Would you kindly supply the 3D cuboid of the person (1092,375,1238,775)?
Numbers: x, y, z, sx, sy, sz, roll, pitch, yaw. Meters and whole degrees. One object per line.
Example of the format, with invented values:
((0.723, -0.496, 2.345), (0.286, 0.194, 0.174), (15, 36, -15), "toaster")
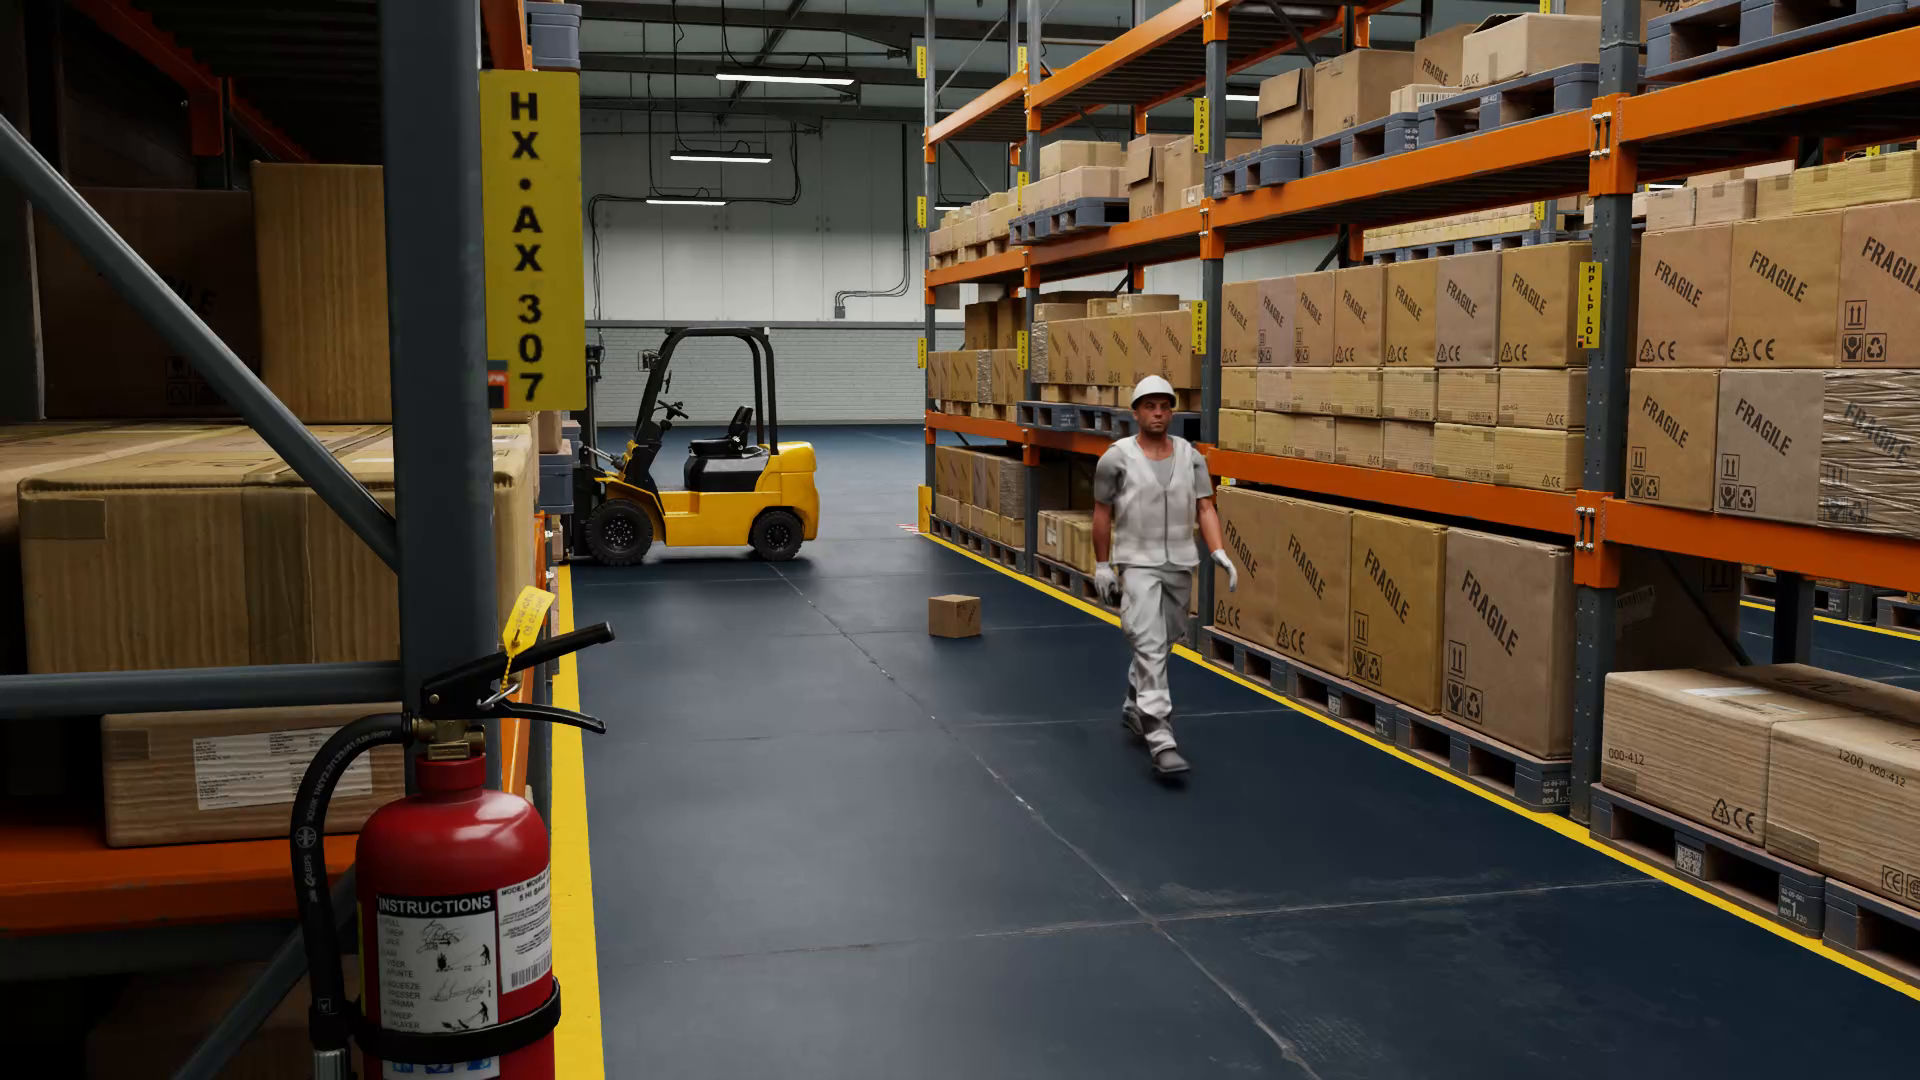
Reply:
((0.917, 0.128, 7.524), (0.546, 1.739, 1.039), (-2, 6, -17), "person")
